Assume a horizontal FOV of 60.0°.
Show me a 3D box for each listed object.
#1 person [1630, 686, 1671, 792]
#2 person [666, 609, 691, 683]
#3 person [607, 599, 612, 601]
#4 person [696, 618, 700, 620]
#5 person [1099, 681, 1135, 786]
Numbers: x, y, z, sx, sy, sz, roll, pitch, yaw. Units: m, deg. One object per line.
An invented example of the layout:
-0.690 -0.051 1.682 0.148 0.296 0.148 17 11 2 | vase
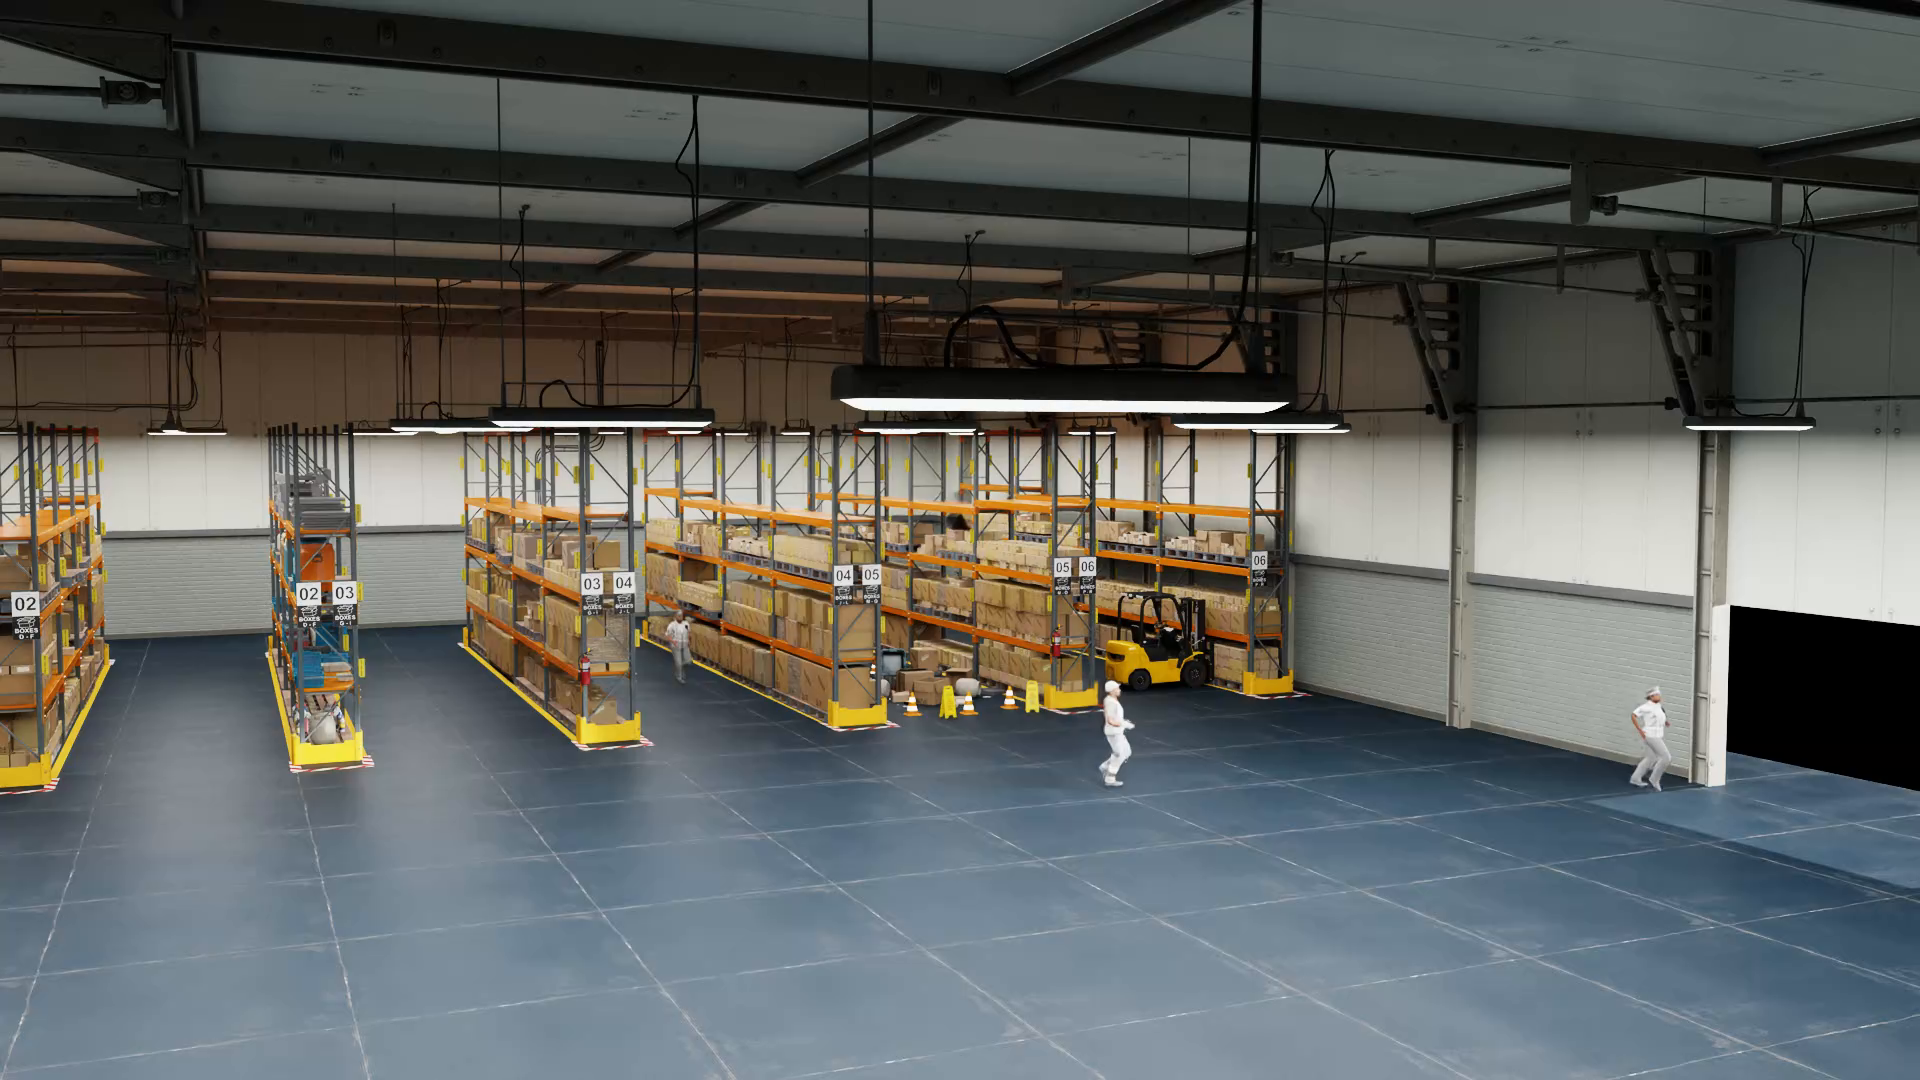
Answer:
11.285 3.237 27.106 0.666 1.717 0.576 3 4 37 | person
-6.525 2.480 38.813 0.640 1.736 0.555 -2 4 -29 | person
-10.122 1.965 47.493 0.782 1.729 0.837 1 4 20 | person
-7.603 1.912 49.780 0.766 1.632 0.623 -2 4 -27 | person
2.573 3.176 27.315 0.598 1.740 0.648 0 4 7 | person
